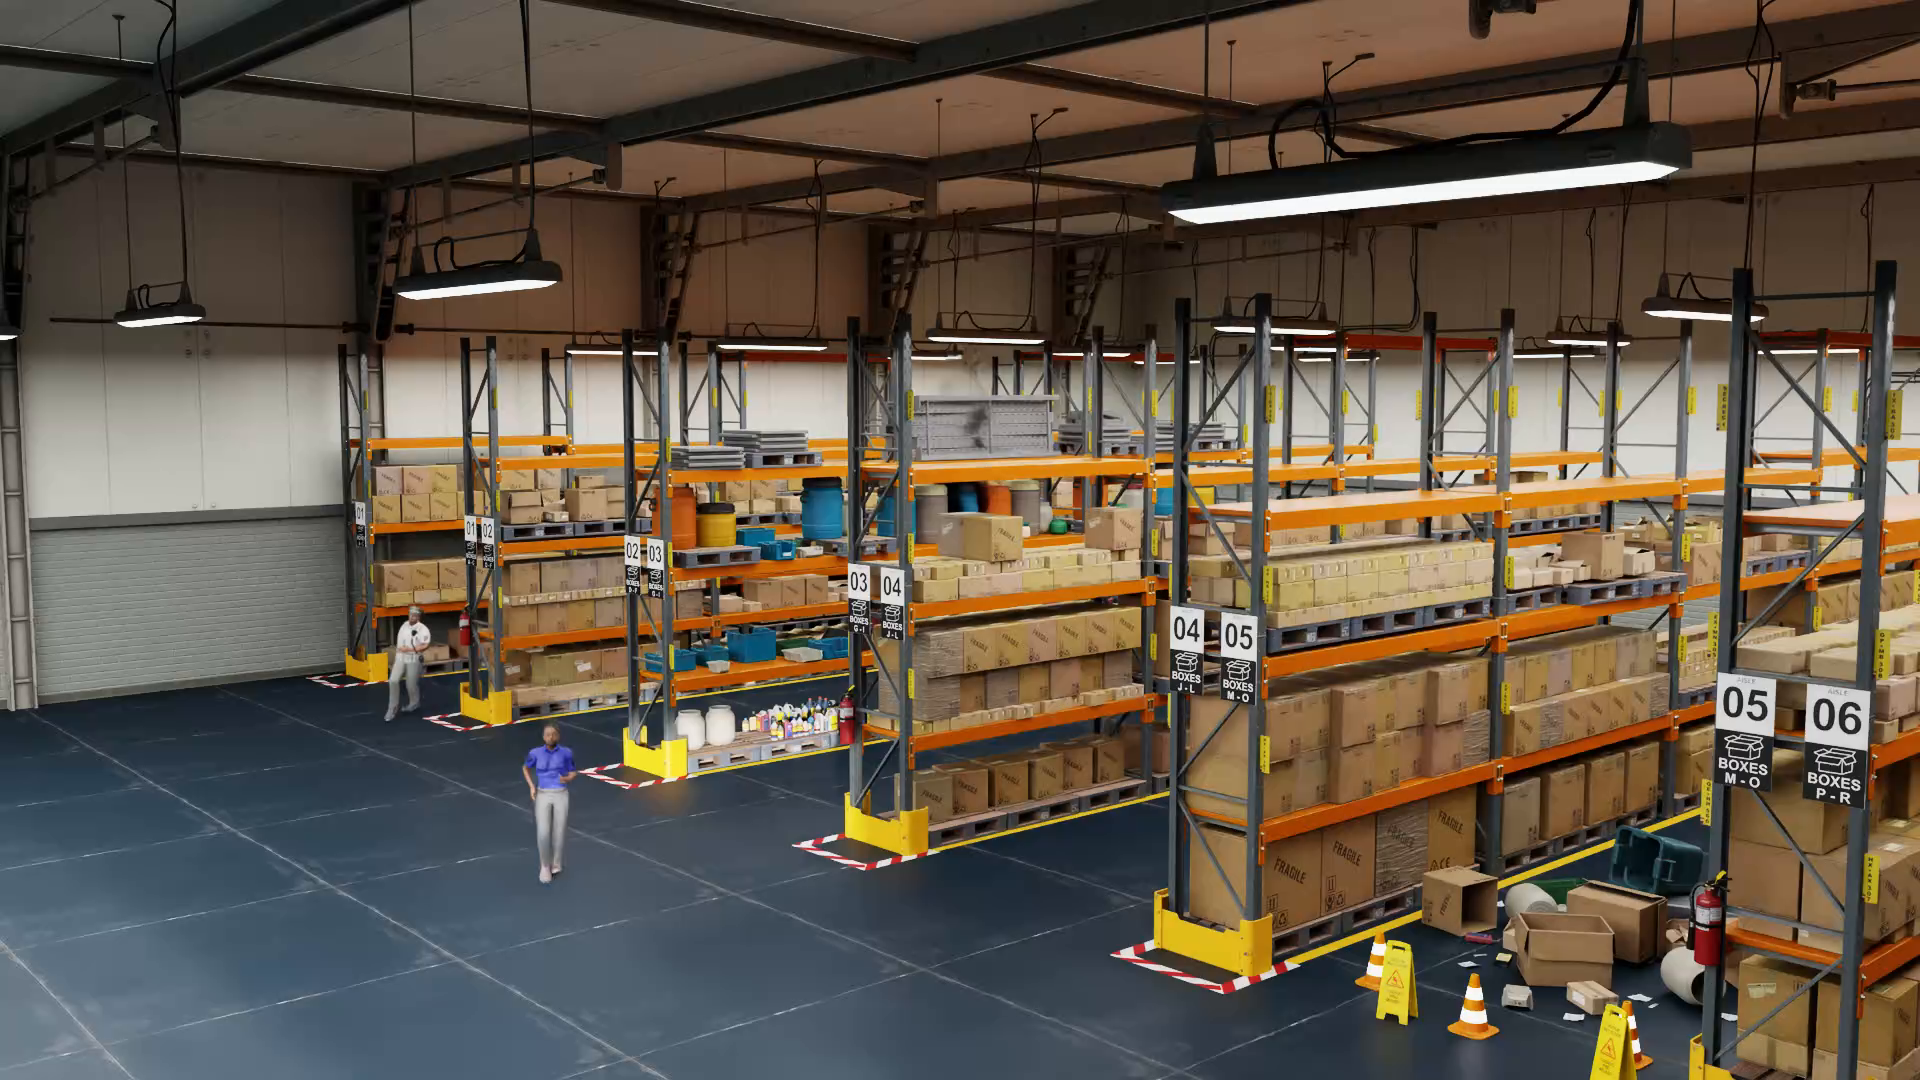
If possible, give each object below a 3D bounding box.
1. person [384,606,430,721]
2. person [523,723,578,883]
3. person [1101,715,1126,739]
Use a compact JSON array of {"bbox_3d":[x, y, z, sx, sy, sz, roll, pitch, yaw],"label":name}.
[{"bbox_3d":[-8.721,1.931,26.370,0.664,1.775,0.801,1,5,12],"label":"person"},{"bbox_3d":[-4.316,2.783,17.559,0.555,1.685,0.662,-2,5,-17],"label":"person"},{"bbox_3d":[2.131,2.226,23.621,0.579,1.696,0.827,5,7,43],"label":"person"}]
